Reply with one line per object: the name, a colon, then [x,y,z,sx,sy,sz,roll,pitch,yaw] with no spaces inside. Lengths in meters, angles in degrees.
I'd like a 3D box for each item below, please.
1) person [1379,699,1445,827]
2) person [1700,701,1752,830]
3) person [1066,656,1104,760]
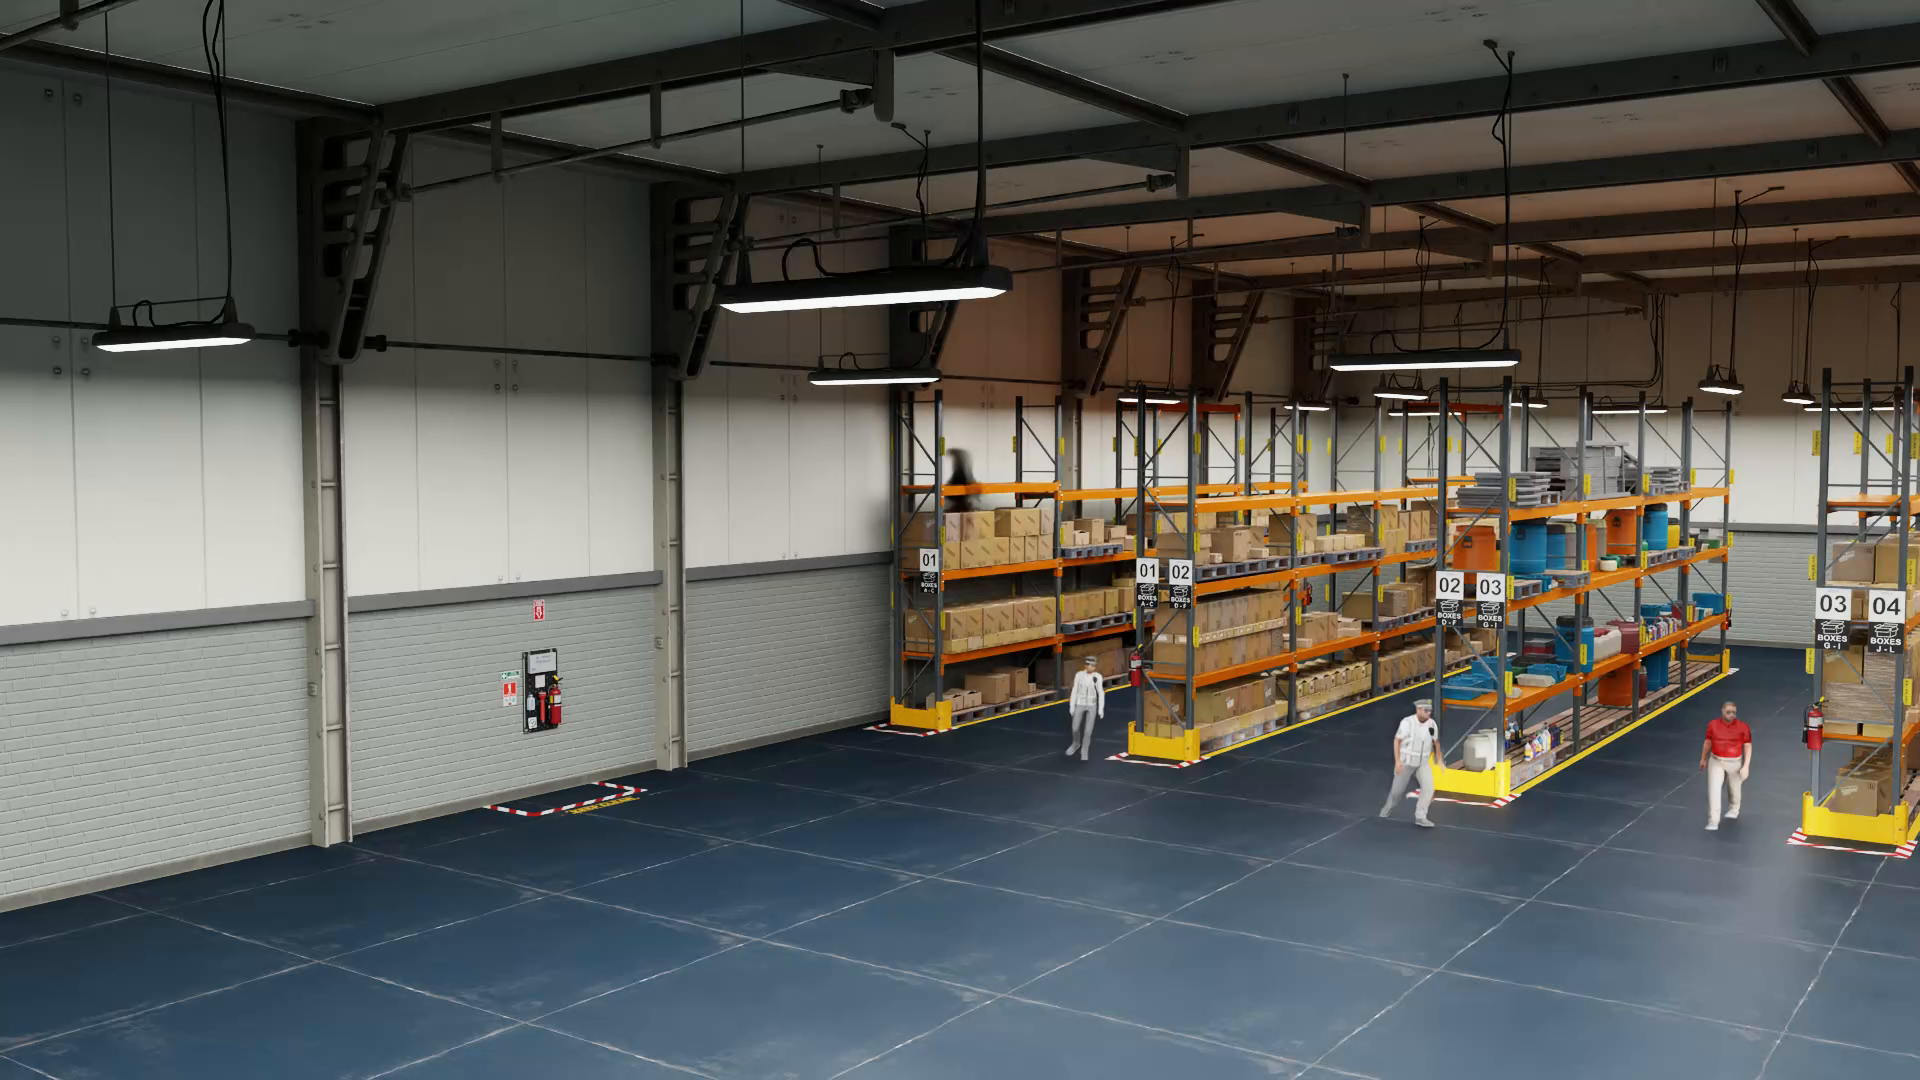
person: [6.018,2.913,22.129,0.731,1.688,0.856,-1,3,-16]
person: [10.040,2.935,21.815,0.618,1.659,1.109,1,4,25]
person: [1.995,2.667,26.521,0.610,1.656,0.444,0,3,2]
